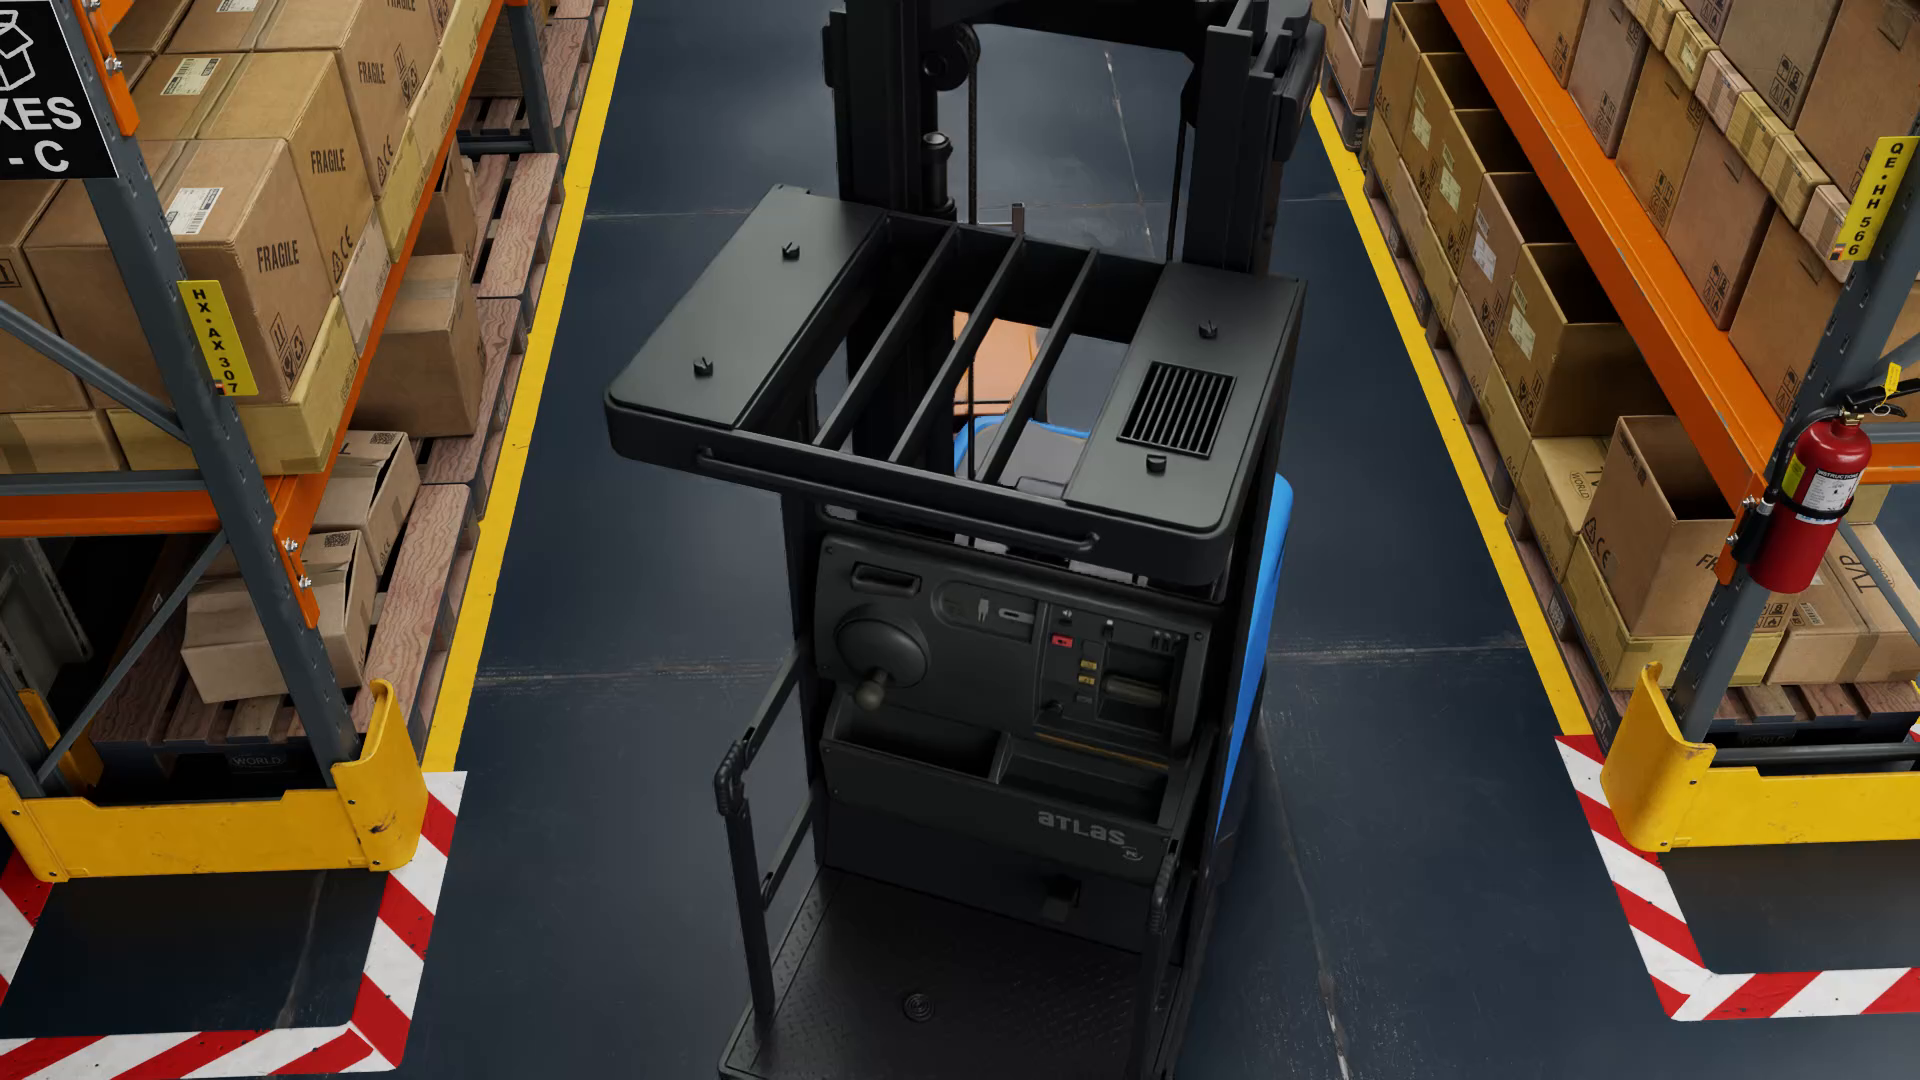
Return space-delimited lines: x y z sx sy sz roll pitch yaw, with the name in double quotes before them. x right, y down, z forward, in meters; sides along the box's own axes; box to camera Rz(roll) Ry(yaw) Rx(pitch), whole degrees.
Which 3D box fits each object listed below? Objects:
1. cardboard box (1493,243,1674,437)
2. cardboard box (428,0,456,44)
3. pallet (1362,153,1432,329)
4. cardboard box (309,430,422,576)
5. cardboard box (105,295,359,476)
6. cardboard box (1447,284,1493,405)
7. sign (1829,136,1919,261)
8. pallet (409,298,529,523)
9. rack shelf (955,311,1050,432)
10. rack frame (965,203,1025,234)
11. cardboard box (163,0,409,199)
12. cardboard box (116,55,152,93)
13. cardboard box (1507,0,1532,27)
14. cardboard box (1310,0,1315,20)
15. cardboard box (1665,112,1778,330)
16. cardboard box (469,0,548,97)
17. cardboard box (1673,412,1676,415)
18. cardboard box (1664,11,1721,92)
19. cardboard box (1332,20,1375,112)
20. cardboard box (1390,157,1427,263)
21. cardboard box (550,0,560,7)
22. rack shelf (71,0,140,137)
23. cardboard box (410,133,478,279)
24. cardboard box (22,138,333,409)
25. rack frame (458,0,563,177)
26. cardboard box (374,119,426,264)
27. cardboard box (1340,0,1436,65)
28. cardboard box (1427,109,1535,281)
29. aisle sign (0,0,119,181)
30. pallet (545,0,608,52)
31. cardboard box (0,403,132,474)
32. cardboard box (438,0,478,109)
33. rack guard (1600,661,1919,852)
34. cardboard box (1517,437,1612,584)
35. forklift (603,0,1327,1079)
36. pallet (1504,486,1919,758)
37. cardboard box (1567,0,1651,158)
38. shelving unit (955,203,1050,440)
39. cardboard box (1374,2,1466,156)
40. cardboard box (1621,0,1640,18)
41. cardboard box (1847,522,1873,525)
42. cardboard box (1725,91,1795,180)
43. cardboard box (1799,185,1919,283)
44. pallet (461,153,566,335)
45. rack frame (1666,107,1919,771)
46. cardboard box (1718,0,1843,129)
"cardboard box" 2.287 -0.726 5.991 0.500 0.500 0.500 -2 43 -2
"cardboard box" -2.088 -2.077 5.837 0.500 0.500 0.500 -3 43 -3
"pallet" 2.486 -1.414 7.637 1.003 0.211 1.213 -2 43 -2
"cardboard box" -2.249 -0.161 5.870 0.500 0.311 0.500 2 43 2
"cardboard box" -1.988 -0.426 4.591 0.500 0.250 0.500 -3 43 -3
"cardboard box" 2.270 -0.787 6.613 0.500 0.250 0.500 -2 43 -2
"sign" 2.121 -0.788 3.858 0.100 0.325 0.005 -2 43 -2
"pallet" -2.336 -0.530 6.672 1.003 0.211 1.213 -2 43 -2
"rack shelf" 0.000 -0.635 5.677 0.538 0.278 1.000 -2 43 -2
"rack frame" -0.022 -0.762 6.249 0.500 1.125 0.032 -2 43 -2
"cardboard box" -2.032 -1.378 5.074 0.500 0.500 0.500 -3 43 -3
"cardboard box" -2.529 -1.016 4.680 0.500 0.500 0.500 -1 43 -1
"cardboard box" 2.548 -2.362 6.533 0.700 0.500 0.500 -2 43 -2
"cardboard box" 2.145 -3.080 9.115 0.500 0.250 0.500 -1 43 -1
"cardboard box" 2.630 -0.987 5.033 0.700 0.500 0.500 -1 43 -1
"cardboard box" -2.503 -2.573 8.361 0.700 0.500 0.500 0 43 0
"cardboard box" 2.806 -0.741 6.007 0.500 0.500 0.500 -2 43 -2
"cardboard box" 2.414 -1.505 5.118 0.380 0.149 0.250 0 43 0
"cardboard box" 2.187 -2.393 8.365 0.500 0.250 0.500 -2 43 -2
"cardboard box" 2.227 -1.462 7.349 0.500 0.250 0.500 -2 43 -2
"cardboard box" -2.556 -3.266 9.117 0.700 0.500 0.500 -1 43 -1
"rack shelf" -2.370 -2.326 4.880 1.077 0.370 4.000 -2 43 -2
"cardboard box" -2.371 -1.377 7.057 0.500 0.500 0.500 -5 43 -5
"cardboard box" -2.005 -0.695 4.329 0.500 0.500 0.500 -2 43 -2
"rack frame" -2.455 -2.836 7.124 1.000 3.000 0.127 -2 43 -2
"cardboard box" -2.040 -1.120 5.348 0.500 0.250 0.500 -2 43 -2
"cardboard box" 2.191 -2.594 8.169 0.500 0.311 0.500 -2 43 -2
"cardboard box" 2.244 -1.401 6.728 0.500 0.500 0.500 -2 43 -2
"aisle sign" -1.982 -1.054 3.256 0.394 0.787 0.004 -2 43 -2
"pallet" -2.544 -3.159 9.540 1.003 0.211 1.213 -2 43 -2
"cardboard box" -2.498 -0.397 4.560 0.500 0.250 0.500 -1 43 -1
"cardboard box" -2.082 -1.801 6.091 0.500 0.250 0.500 -2 43 -2
"rack guard" 2.665 0.658 5.163 1.175 0.500 0.348 -2 43 -2
"cardboard box" 2.313 -0.112 5.876 0.500 0.250 0.500 -2 43 -2
"forklift" 0.038 0.349 3.701 1.130 2.935 3.031 13 44 14
"pallet" 2.590 0.233 5.840 1.003 0.211 1.213 -2 43 -2
"cardboard box" 2.589 -1.677 5.786 0.700 0.500 0.500 0 43 -1
"shelving unit" 0.000 -0.419 5.875 0.538 1.125 1.048 -2 43 -2
"cardboard box" 2.201 -2.076 7.464 0.500 0.500 0.500 -2 43 -2
"cardboard box" 2.390 -1.856 5.500 0.380 0.149 0.250 -2 43 -2
"cardboard box" 2.839 -0.127 5.893 0.500 0.250 0.500 -2 43 -2
"cardboard box" 2.434 -1.158 4.739 0.380 0.149 0.250 -2 43 -2
"cardboard box" 2.458 -0.809 4.358 0.380 0.149 0.250 -2 43 -3
"pallet" -2.391 -1.355 7.573 1.003 0.211 1.213 -2 43 -2
"rack frame" 2.664 -0.280 4.336 1.000 3.000 0.127 -2 43 -2
"cardboard box" 2.627 -1.501 4.634 0.700 0.500 0.500 -3 43 -3
